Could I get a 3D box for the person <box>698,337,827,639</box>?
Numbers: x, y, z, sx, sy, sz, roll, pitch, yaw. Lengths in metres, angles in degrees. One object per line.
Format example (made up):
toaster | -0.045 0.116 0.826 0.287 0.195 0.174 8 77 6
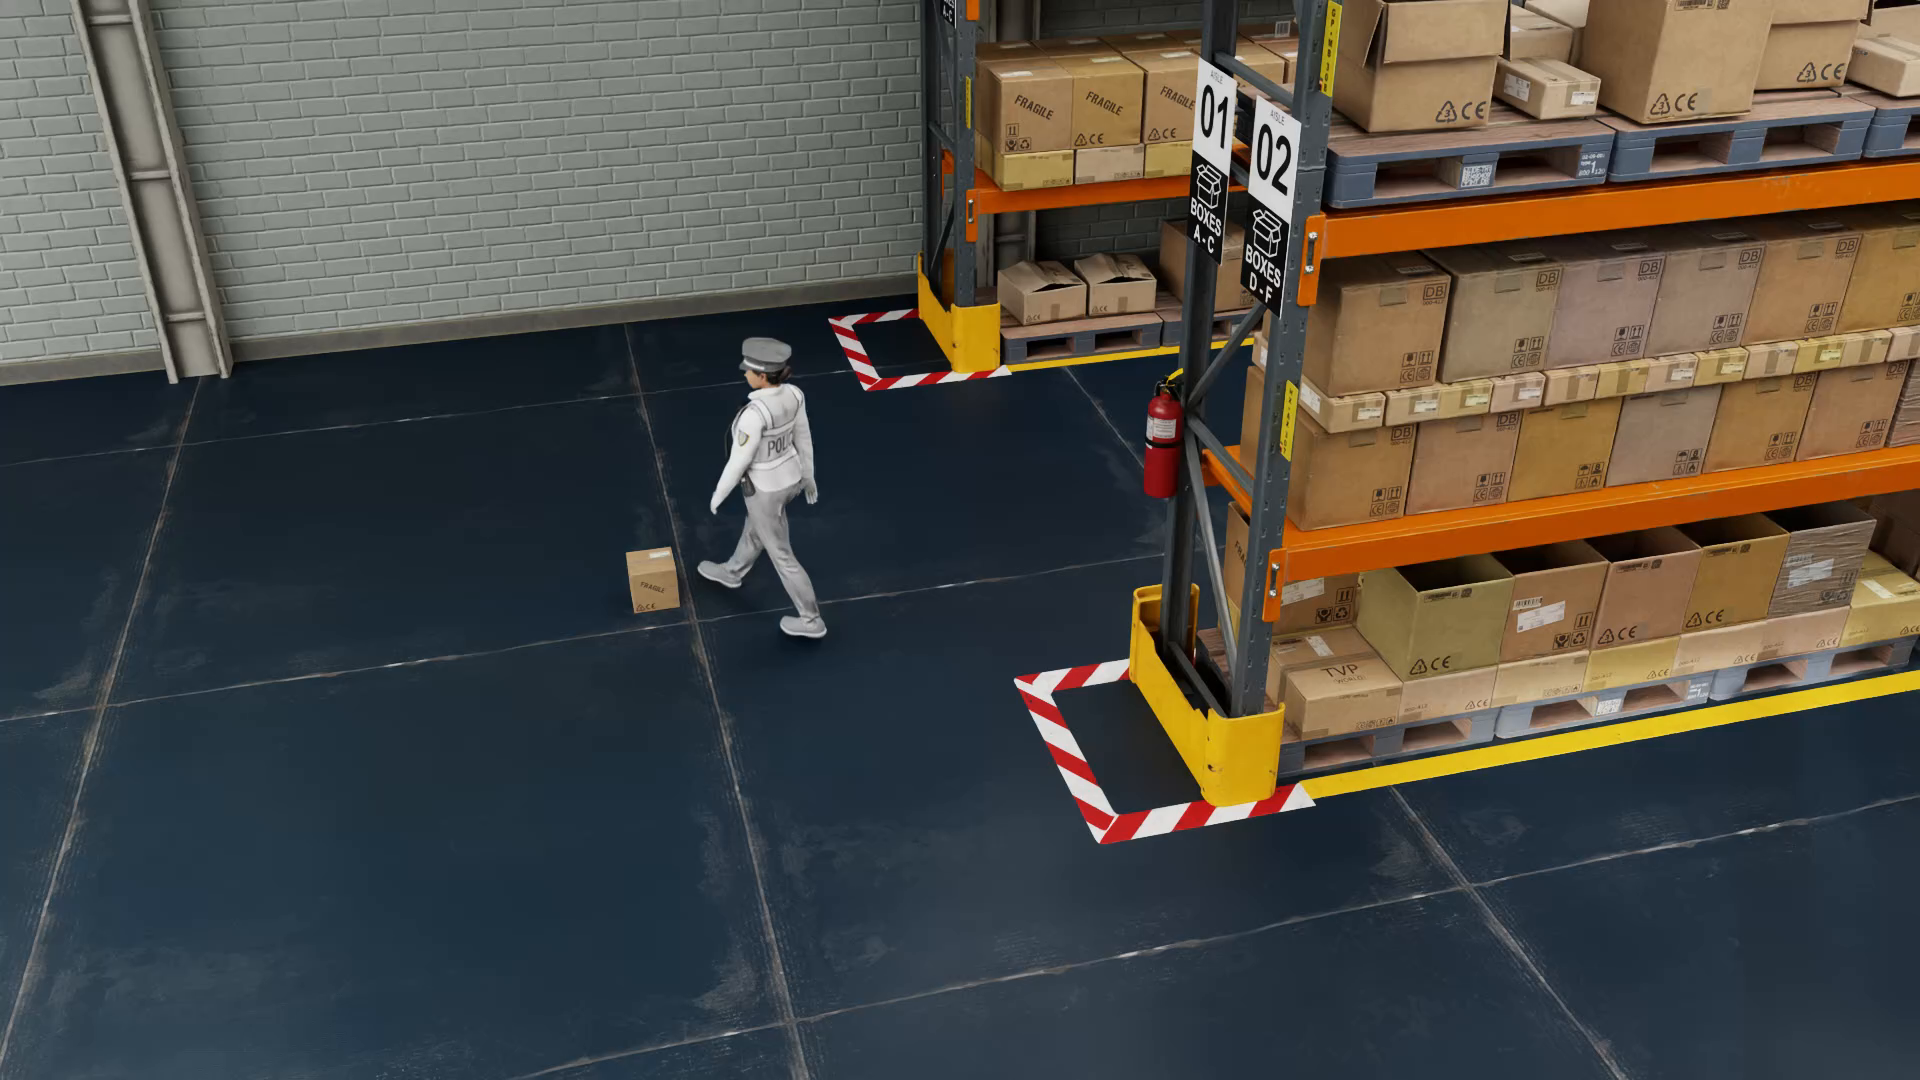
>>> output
person | -1.108 -0.314 8.752 0.954 1.622 0.529 14 33 23
